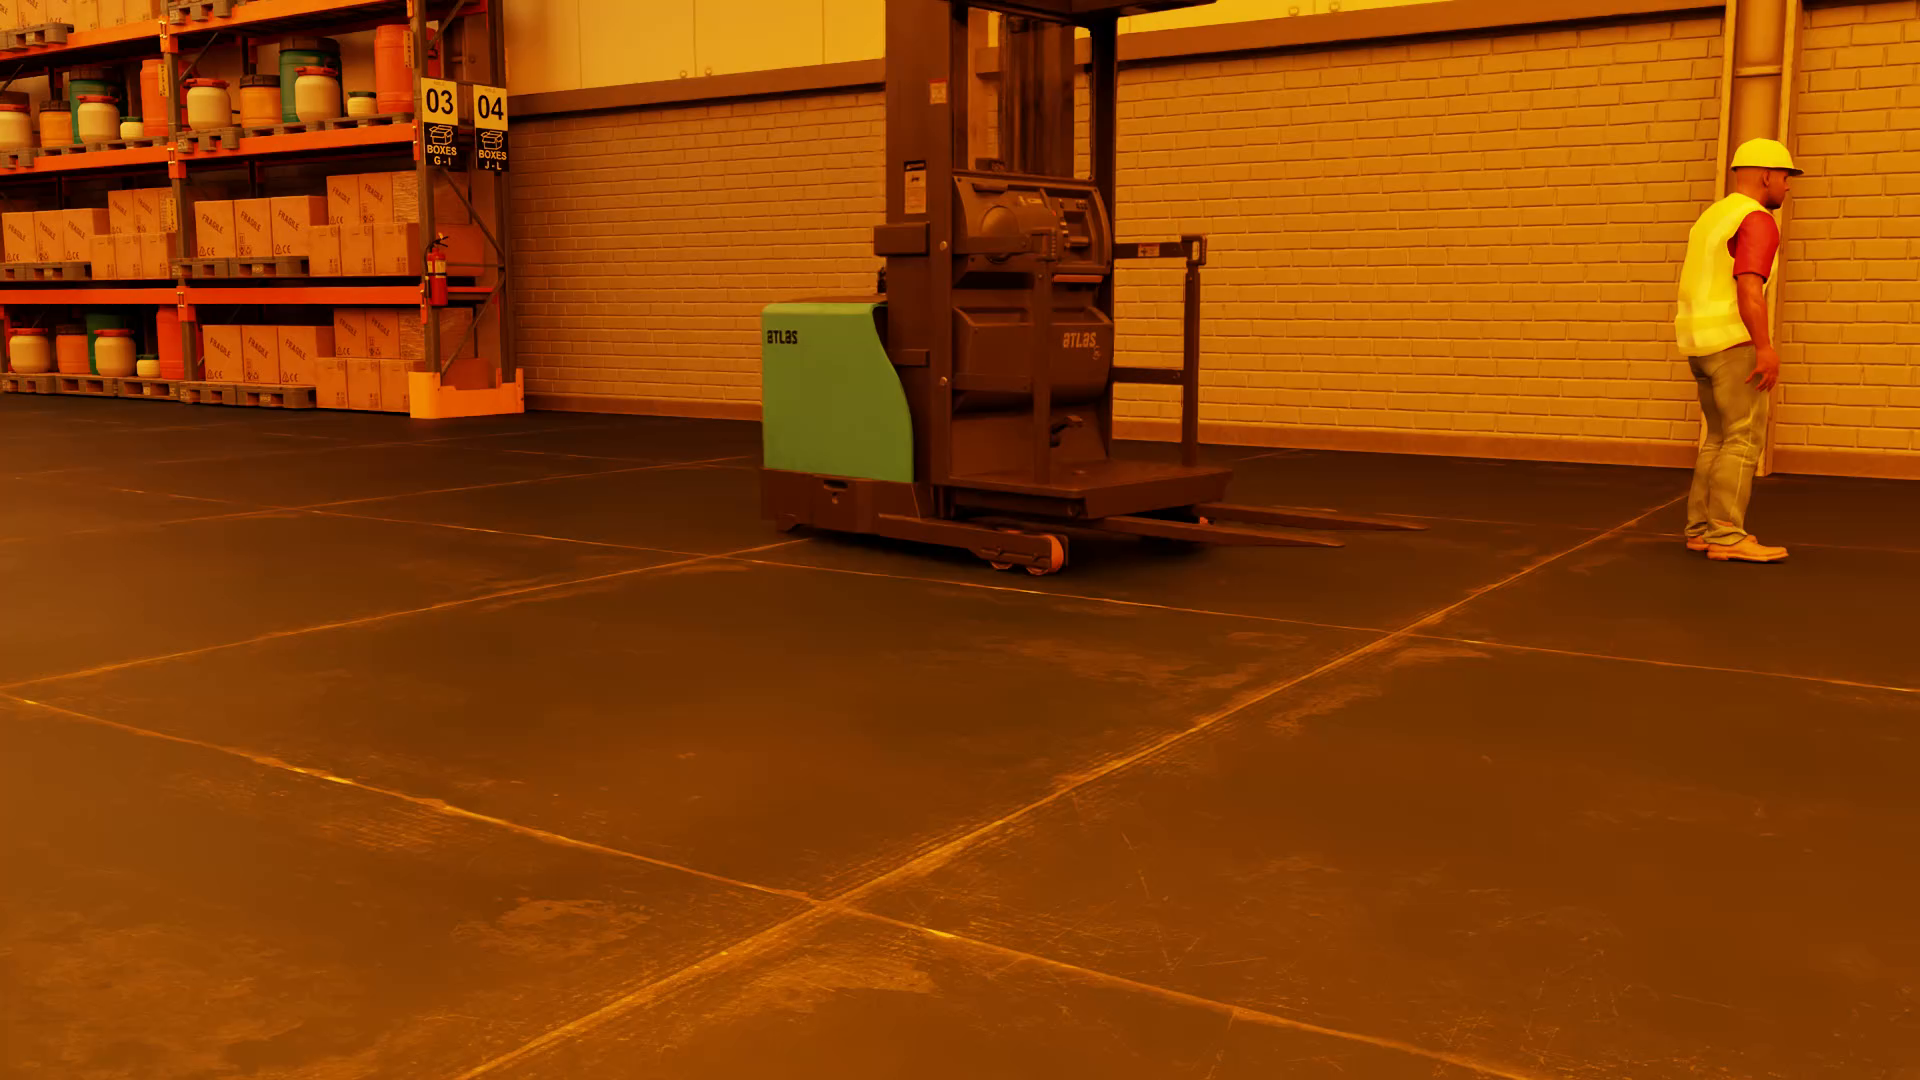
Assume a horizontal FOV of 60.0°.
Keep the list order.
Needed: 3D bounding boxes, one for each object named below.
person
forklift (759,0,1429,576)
[{"bbox_3d":[3.305,-0.812,7.077,0.461,1.759,0.631,1,8,5],"label":"person"},{"bbox_3d":[0.473,-1.391,6.977,3.031,2.935,1.130,8,11,43],"label":"forklift"}]
